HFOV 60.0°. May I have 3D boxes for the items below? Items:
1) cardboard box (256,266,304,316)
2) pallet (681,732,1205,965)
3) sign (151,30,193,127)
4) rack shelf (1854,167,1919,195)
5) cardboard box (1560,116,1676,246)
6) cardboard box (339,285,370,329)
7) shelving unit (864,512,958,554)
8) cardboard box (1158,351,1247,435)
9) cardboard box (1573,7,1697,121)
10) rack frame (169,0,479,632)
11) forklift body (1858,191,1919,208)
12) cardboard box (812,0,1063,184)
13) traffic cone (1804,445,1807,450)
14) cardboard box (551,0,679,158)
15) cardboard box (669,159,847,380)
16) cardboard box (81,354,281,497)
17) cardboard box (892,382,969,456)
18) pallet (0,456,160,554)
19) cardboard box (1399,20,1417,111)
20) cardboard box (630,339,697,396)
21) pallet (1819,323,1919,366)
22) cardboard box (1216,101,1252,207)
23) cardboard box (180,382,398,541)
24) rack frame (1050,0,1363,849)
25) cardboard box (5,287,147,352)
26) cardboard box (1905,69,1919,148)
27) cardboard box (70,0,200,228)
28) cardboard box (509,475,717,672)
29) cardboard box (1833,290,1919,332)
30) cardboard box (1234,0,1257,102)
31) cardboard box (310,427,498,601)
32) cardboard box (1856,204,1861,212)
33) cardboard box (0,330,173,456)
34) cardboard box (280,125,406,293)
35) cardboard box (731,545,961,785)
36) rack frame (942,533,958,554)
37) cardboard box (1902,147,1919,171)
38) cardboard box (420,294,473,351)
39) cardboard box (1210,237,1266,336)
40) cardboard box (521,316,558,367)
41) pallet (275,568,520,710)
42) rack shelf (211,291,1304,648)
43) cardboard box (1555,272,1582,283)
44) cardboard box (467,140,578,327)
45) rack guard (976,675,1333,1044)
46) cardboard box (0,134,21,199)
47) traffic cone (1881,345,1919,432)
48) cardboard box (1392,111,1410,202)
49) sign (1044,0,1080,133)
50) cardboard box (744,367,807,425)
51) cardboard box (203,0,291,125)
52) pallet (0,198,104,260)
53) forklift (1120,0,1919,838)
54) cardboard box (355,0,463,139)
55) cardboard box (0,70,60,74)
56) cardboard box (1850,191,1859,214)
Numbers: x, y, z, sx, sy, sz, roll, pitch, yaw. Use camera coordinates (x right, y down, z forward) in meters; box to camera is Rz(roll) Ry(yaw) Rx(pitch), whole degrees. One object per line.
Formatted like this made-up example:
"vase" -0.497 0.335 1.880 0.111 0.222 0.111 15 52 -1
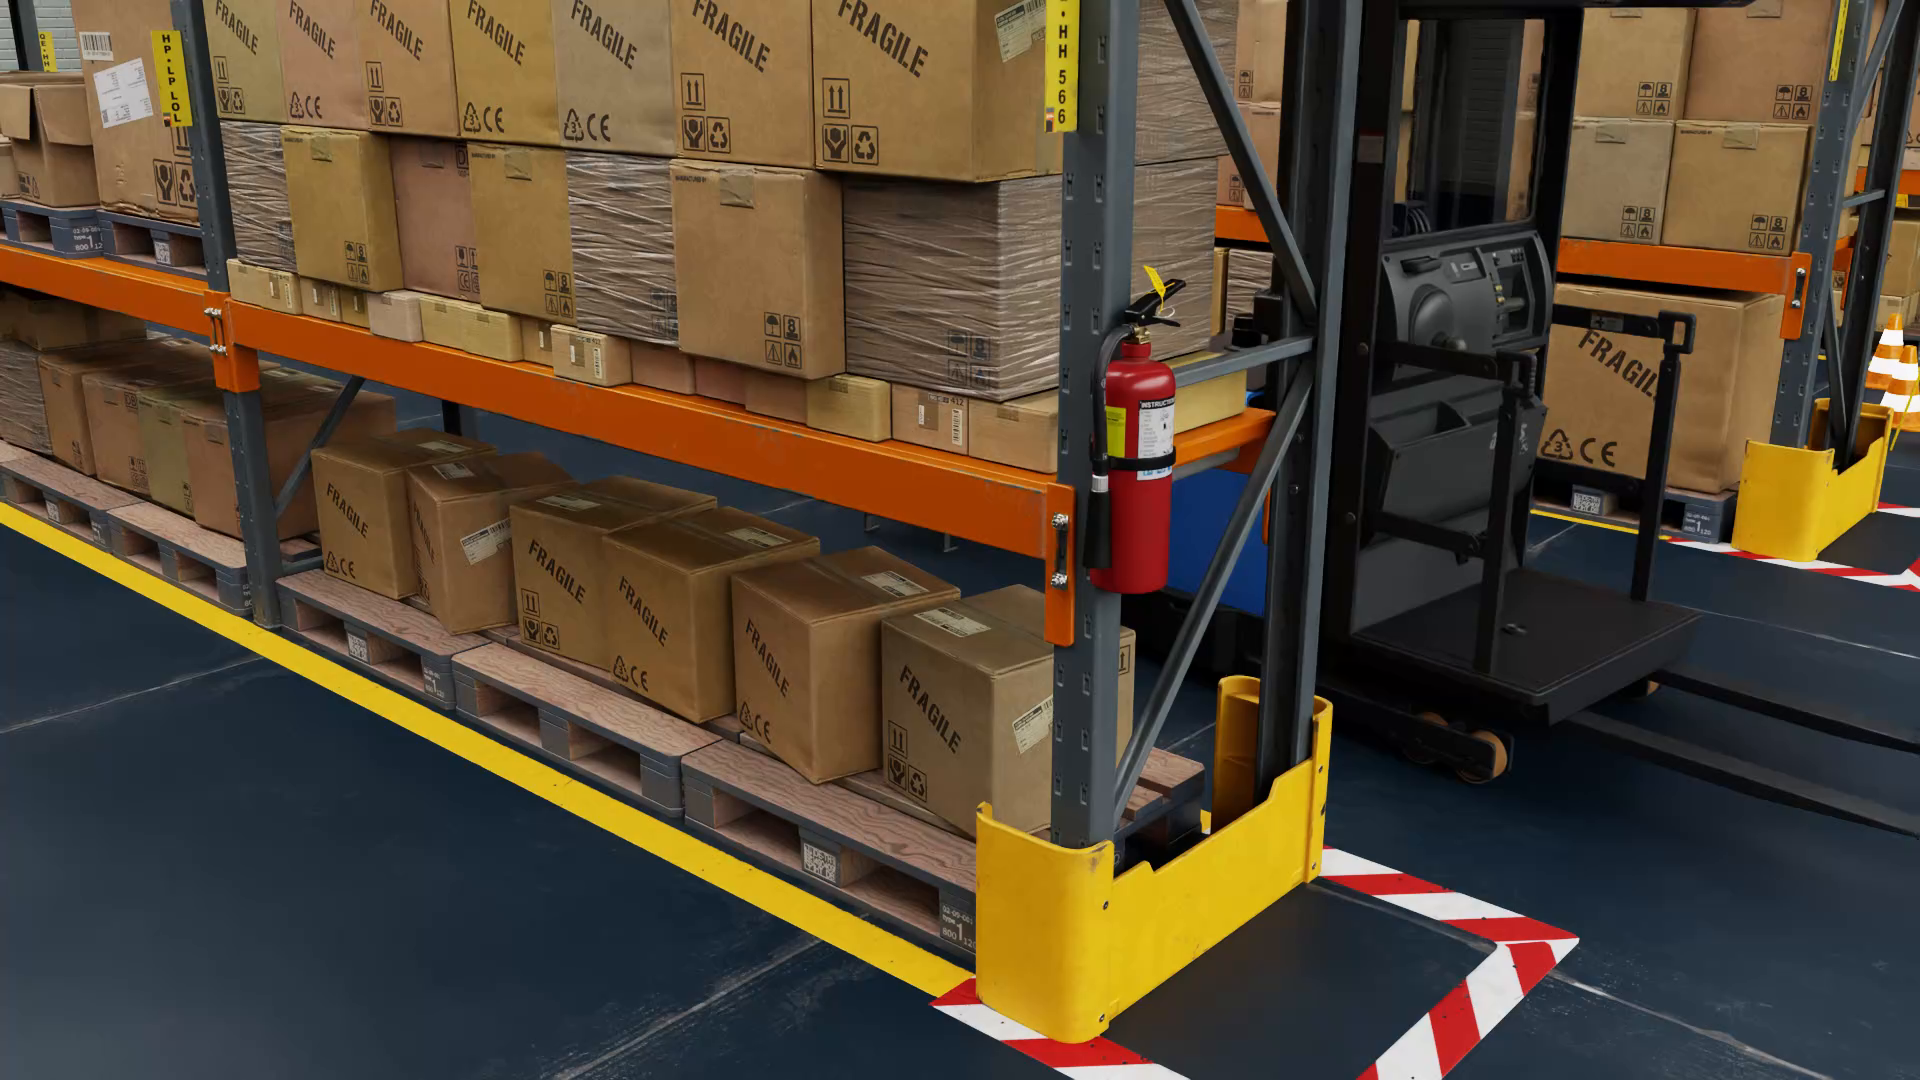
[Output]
"cardboard box" -2.267 -0.912 5.942 0.250 0.149 0.380 15 23 39
"pallet" -0.056 0.750 4.901 1.213 0.211 1.003 15 23 39
"sign" -2.772 -1.622 5.849 0.005 0.325 0.100 15 23 39
"rack shelf" 5.667 -2.694 12.330 4.000 0.370 1.077 15 23 39
"cardboard box" 3.220 -1.736 7.876 0.550 0.550 0.875 15 23 39
"cardboard box" -1.868 -0.820 5.652 0.250 0.149 0.380 15 23 39
"shelving unit" -0.124 -1.034 7.399 0.503 2.100 0.431 15 23 39
"cardboard box" 0.530 -0.385 4.280 0.250 0.149 0.380 15 23 39
"cardboard box" 3.229 -2.254 7.722 0.550 0.550 0.875 15 23 39
"rack frame" -2.406 -1.196 6.422 0.127 3.000 1.000 15 23 39
"forklift body" 7.826 -3.322 14.525 1.214 2.155 2.313 15 23 39
"cardboard box" 0.010 -1.114 3.852 0.500 0.500 0.500 15 23 39
"traffic cone" 4.499 -0.714 9.096 0.334 0.463 0.336 15 23 39
"cardboard box" -0.740 -1.314 4.482 0.500 0.500 0.500 15 23 39
"cardboard box" -0.261 -0.772 4.430 0.500 0.500 0.875 15 23 39
"cardboard box" -3.614 -0.555 7.806 0.500 0.500 0.700 13 22 35
"cardboard box" 0.049 -0.334 4.121 0.250 0.149 0.380 15 23 39
"pallet" -3.906 -0.268 8.107 1.213 0.211 1.003 15 23 39
"cardboard box" 2.417 -2.474 8.416 0.500 0.550 0.875 15 23 39
"cardboard box" -0.711 -0.531 4.742 0.250 0.149 0.380 15 23 39
"pallet" 6.522 -1.492 11.965 1.213 0.211 1.003 15 23 39
"cardboard box" 1.672 -2.193 9.315 0.550 0.550 0.875 15 23 39
"cardboard box" -2.851 -0.343 7.138 0.500 0.500 0.700 13 22 35
"rack frame" 0.585 -0.393 3.891 0.127 3.000 1.000 15 23 39
"cardboard box" -4.474 -1.143 8.420 0.500 0.250 0.500 -15 23 -40
"cardboard box" 6.574 -2.871 11.043 0.500 0.500 0.500 15 23 38
"cardboard box" -2.908 -1.874 6.870 1.000 1.000 1.000 15 23 40
"cardboard box" -1.184 0.105 5.761 0.500 0.500 0.500 13 22 34
"cardboard box" 6.362 -1.631 11.644 0.500 0.250 0.500 15 23 39
"cardboard box" 1.703 -2.718 9.185 0.550 0.550 0.875 15 23 39
"cardboard box" -2.134 -0.116 6.455 0.500 0.500 0.500 14 22 38
"cardboard box" 6.331 -2.215 12.245 0.500 0.500 0.500 14 22 37
"cardboard box" -4.460 -0.779 8.513 0.500 0.500 0.700 13 22 35
"cardboard box" -1.760 -1.173 5.692 0.500 0.500 0.875 15 23 39
"cardboard box" -0.340 0.357 4.967 0.500 0.500 0.500 -11 21 -31
"rack frame" 0.059 -0.985 7.244 0.015 2.100 0.400 15 23 39
"cardboard box" 6.478 -2.568 11.160 0.250 0.149 0.380 15 23 39
"cardboard box" -1.494 -0.720 5.336 0.250 0.149 0.380 15 23 39
"cardboard box" 1.385 -1.343 9.704 0.875 0.875 0.875 15 23 40
"cardboard box" -1.097 -0.627 5.044 0.250 0.149 0.380 15 23 39
"pallet" -1.881 0.260 6.444 1.213 0.211 1.003 15 23 39
"rack shelf" -0.911 -0.452 5.266 4.000 0.370 1.077 15 23 39
"cardboard box" 2.743 -0.980 8.559 0.875 0.875 0.875 15 23 38
"cardboard box" -0.973 -0.986 5.102 0.500 0.500 0.875 15 23 39
"rack guard" 0.529 0.783 4.318 0.348 0.500 1.175 15 23 39
"cardboard box" -4.297 -1.739 7.688 0.500 0.250 0.500 14 22 38
"traffic cone" 5.503 -0.901 9.686 0.334 0.463 0.336 15 23 39
"cardboard box" 2.460 -1.974 8.625 0.500 0.550 0.875 15 23 39
"sign" 0.202 -0.974 3.286 0.005 0.325 0.100 15 23 39
"cardboard box" -0.349 -0.426 4.412 0.250 0.149 0.380 15 23 39
"cardboard box" -2.239 -1.714 5.745 0.500 0.500 0.500 15 23 39
"pallet" -3.890 -1.520 7.759 1.213 0.211 1.003 15 23 39
"forklift" 1.812 -0.806 5.307 1.130 2.935 3.031 -15 23 -39
"cardboard box" -1.490 -1.514 5.113 0.500 0.500 0.500 15 23 39
"cardboard box" -4.968 -2.148 8.561 0.500 0.500 0.500 12 21 33
"cardboard box" 6.072 -2.352 11.603 0.250 0.149 0.380 16 24 41
